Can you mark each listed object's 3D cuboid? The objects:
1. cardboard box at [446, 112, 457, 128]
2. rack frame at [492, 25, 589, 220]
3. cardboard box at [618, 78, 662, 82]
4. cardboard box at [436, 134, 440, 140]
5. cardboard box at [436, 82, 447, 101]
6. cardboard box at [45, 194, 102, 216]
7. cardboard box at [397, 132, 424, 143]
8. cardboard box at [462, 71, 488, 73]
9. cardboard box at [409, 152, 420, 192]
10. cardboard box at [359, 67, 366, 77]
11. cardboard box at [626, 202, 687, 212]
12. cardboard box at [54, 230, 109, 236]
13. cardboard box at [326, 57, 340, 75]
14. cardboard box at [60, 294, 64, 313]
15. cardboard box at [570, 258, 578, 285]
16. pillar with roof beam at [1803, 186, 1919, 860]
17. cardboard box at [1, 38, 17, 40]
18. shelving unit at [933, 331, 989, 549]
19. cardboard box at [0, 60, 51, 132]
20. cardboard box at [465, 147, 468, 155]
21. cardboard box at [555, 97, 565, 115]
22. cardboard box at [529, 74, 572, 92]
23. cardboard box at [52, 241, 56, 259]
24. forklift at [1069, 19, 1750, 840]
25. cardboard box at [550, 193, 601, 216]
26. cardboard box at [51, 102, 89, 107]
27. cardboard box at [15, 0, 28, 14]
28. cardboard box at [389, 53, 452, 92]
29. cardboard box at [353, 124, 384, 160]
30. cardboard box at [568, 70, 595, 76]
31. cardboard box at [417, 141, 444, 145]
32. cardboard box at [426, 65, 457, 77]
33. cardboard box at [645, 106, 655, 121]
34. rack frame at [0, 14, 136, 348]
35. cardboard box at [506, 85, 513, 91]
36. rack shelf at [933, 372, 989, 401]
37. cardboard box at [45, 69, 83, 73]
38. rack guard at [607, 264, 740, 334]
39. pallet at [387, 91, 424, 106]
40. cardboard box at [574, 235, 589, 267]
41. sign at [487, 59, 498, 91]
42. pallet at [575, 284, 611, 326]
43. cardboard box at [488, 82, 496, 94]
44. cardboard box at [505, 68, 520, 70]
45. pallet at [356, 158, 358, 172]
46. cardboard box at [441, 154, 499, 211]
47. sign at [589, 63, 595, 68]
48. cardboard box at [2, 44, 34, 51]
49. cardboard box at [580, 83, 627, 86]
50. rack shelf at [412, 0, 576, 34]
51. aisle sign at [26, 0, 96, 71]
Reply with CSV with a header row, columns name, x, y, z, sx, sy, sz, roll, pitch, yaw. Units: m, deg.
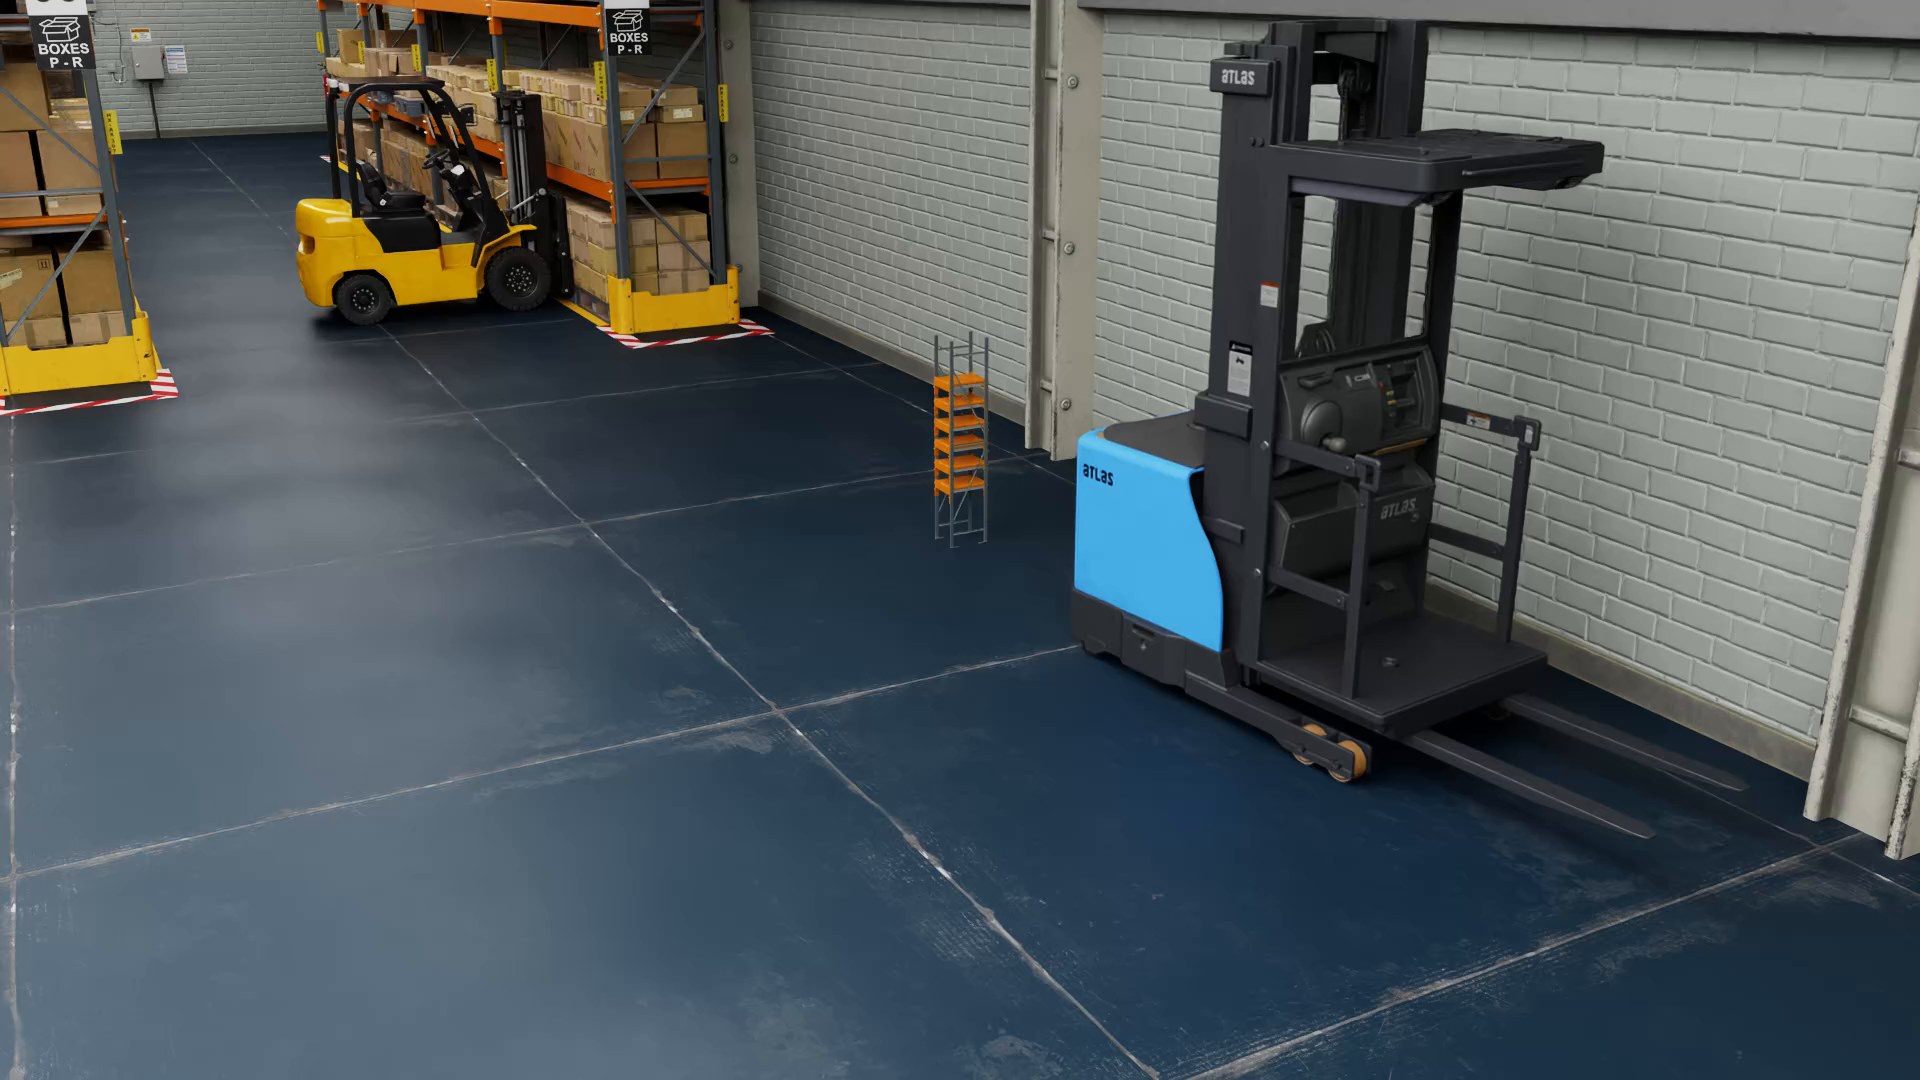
name,x,y,z,sx,sy,sz,roll,pitch,yaw
cardboard box,-5.955,-5.181,20.277,0.500,0.250,0.500,-11,22,-28
rack frame,-4.536,-4.561,18.250,1.000,3.000,0.127,-10,21,-27
cardboard box,-3.130,-4.426,16.256,0.380,0.149,0.250,-11,22,-28
cardboard box,-7.426,-5.820,24.093,0.380,0.149,0.250,-9,21,-25
cardboard box,-6.203,-5.565,20.625,0.500,0.250,0.500,-9,21,-25
cardboard box,-6.983,-2.653,13.107,0.380,0.149,0.250,-10,21,-26
cardboard box,-7.925,-5.821,24.095,0.380,0.149,0.250,-10,22,-28
cardboard box,-5.713,-5.497,19.816,0.380,0.149,0.250,-10,21,-27
cardboard box,-7.305,-5.109,23.027,0.500,0.500,0.500,-9,21,-24
cardboard box,-8.792,-7.035,25.195,0.500,0.250,0.500,-9,21,-25
cardboard box,-2.939,-3.094,16.038,0.500,0.250,0.500,-10,21,-27
cardboard box,-7.638,-2.472,14.617,0.500,0.500,0.500,-10,21,-26
cardboard box,-10.256,-7.903,27.710,0.500,0.250,0.500,-10,21,-26
cardboard box,-8.343,-2.175,14.907,0.500,0.250,0.500,-10,22,-27
cardboard box,-3.595,-2.686,16.389,0.500,0.250,0.500,-10,21,-26
pillar with roof beam,-0.265,-2.476,3.012,9.100,9.000,0.400,-10,21,-27
cardboard box,-11.759,-5.856,20.319,0.500,0.500,0.500,-10,21,-27
shelving unit,0.007,-0.563,9.424,0.258,1.200,0.189,-10,21,-27
cardboard box,-7.438,-3.416,12.790,0.700,0.500,0.500,-11,22,-28
cardboard box,-6.512,-5.311,22.618,0.380,0.149,0.250,-9,21,-25
cardboard box,-3.679,-4.187,16.019,0.380,0.149,0.250,-10,21,-26
cardboard box,-4.134,-4.625,16.832,0.380,0.149,0.250,-10,22,-28
cardboard box,-8.596,-2.681,15.224,0.500,0.500,0.500,-9,21,-24
forklift,1.810,-0.580,6.818,1.130,2.935,3.031,-13,23,-34
cardboard box,-3.860,-3.303,16.645,0.500,0.250,0.500,-10,22,-28
cardboard box,-8.223,-3.743,15.271,0.500,0.500,0.500,-9,21,-25
cardboard box,-7.079,-4.149,12.843,0.380,0.149,0.250,-11,22,-28
cardboard box,-7.374,-6.396,22.767,0.797,0.503,0.637,-11,22,-28
cardboard box,-9.493,-6.413,26.807,0.500,0.500,0.500,-10,21,-26
cardboard box,-3.899,-4.858,17.508,0.380,0.149,0.250,-10,22,-27
cardboard box,-7.222,-5.374,22.800,0.380,0.149,0.250,-9,21,-25
cardboard box,-6.544,-5.926,21.058,0.380,0.149,0.250,-9,21,-25
cardboard box,-2.743,-3.965,15.375,0.380,0.149,0.250,-10,21,-27
rack frame,-7.003,-2.643,12.691,1.000,3.000,0.127,-10,21,-27
cardboard box,-4.616,-4.782,17.744,0.380,0.149,0.250,-10,22,-28
rack shelf,0.007,-0.861,9.321,0.258,0.103,0.180,-10,21,-27
cardboard box,-8.815,-4.674,16.330,0.380,0.149,0.250,-10,21,-27
rack guard,-2.625,-2.224,15.310,1.175,0.500,0.348,-10,21,-27
pallet,-7.363,-6.176,23.225,1.003,0.211,1.213,-10,21,-27
cardboard box,-3.372,-2.784,15.907,0.500,0.250,0.500,-10,22,-27
sign,-5.009,-4.984,17.822,0.100,0.325,0.005,-10,21,-27
pallet,-3.037,-2.307,15.994,1.003,0.211,1.213,-10,21,-27
cardboard box,-5.032,-5.050,18.519,0.380,0.149,0.250,-10,22,-27
cardboard box,-5.578,-5.713,20.440,0.380,0.149,0.250,-10,21,-27
pallet,-9.244,-6.087,26.948,1.003,0.211,1.213,-10,21,-27
cardboard box,-6.152,-4.604,21.371,0.875,0.625,0.625,-9,21,-25
sign,-4.049,-5.094,18.346,0.100,0.325,0.005,-10,21,-27
cardboard box,-8.885,-4.291,15.327,0.700,0.500,0.500,-10,22,-27
cardboard box,-3.338,-4.197,15.592,0.380,0.149,0.250,-10,21,-26
rack shelf,-5.486,-6.213,19.542,1.077,0.370,4.000,-10,21,-27
aisle sign,-6.701,-3.902,12.354,0.394,0.787,0.004,-10,21,-27
